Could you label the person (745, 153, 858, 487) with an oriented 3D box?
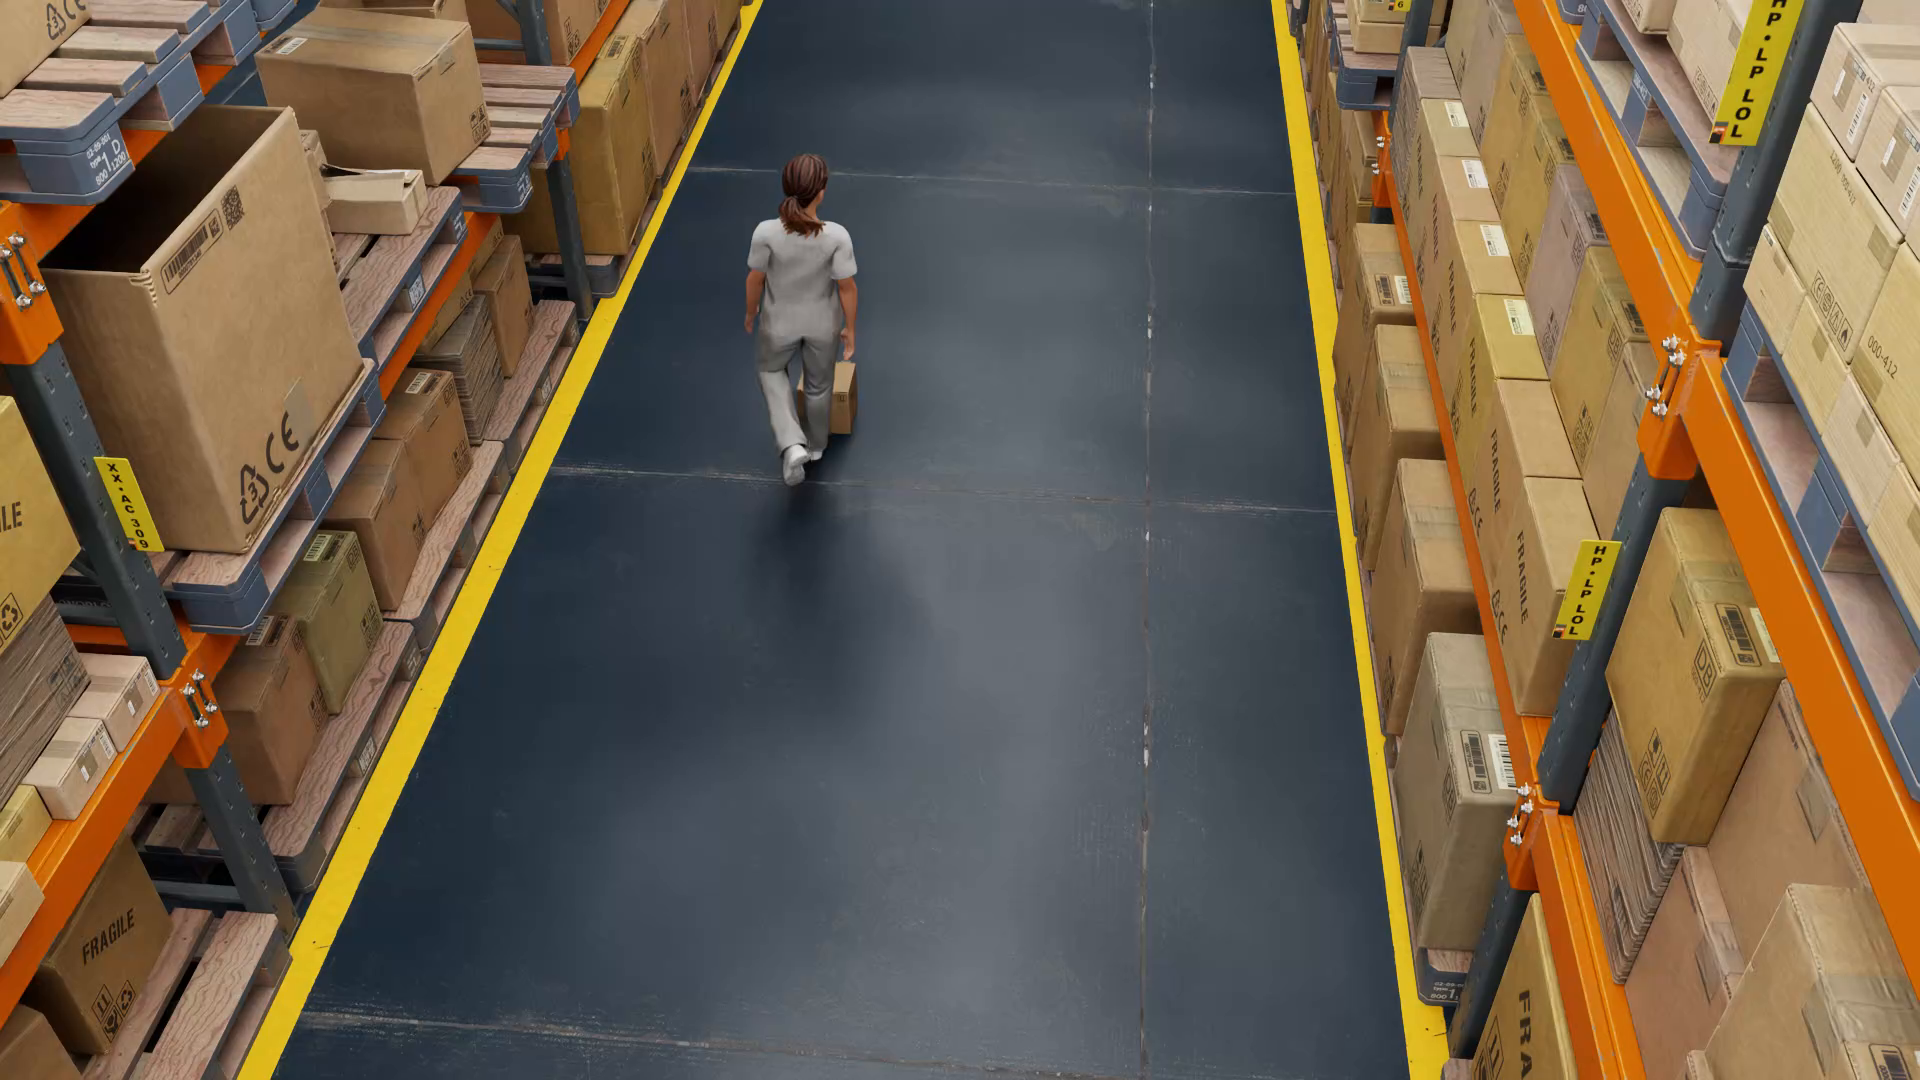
[{"bbox_3d":[-0.696,-0.976,7.307,0.506,1.657,0.692,-3,40,-4],"label":"person"}]
